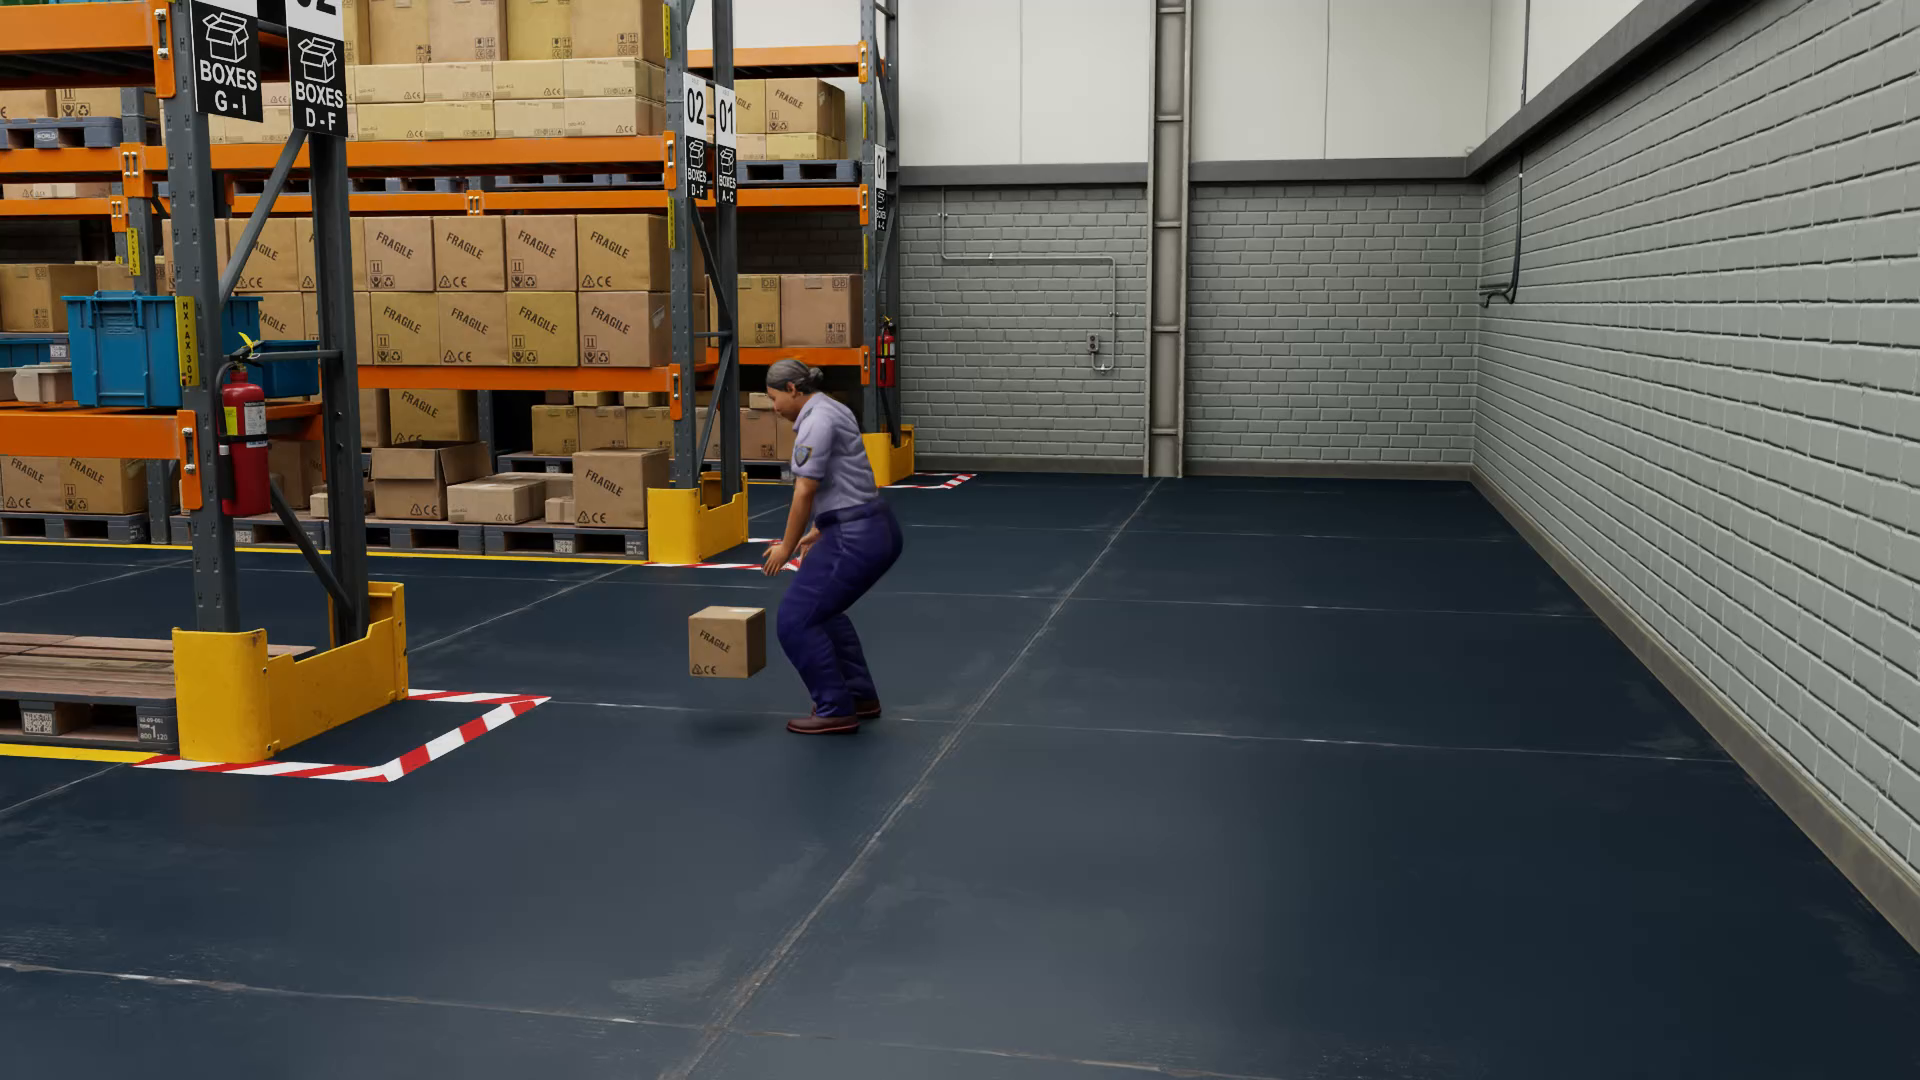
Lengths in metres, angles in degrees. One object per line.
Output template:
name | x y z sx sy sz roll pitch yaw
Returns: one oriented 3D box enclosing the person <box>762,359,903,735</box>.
person | -0.520 0.024 6.745 0.529 1.510 0.522 2 8 12
